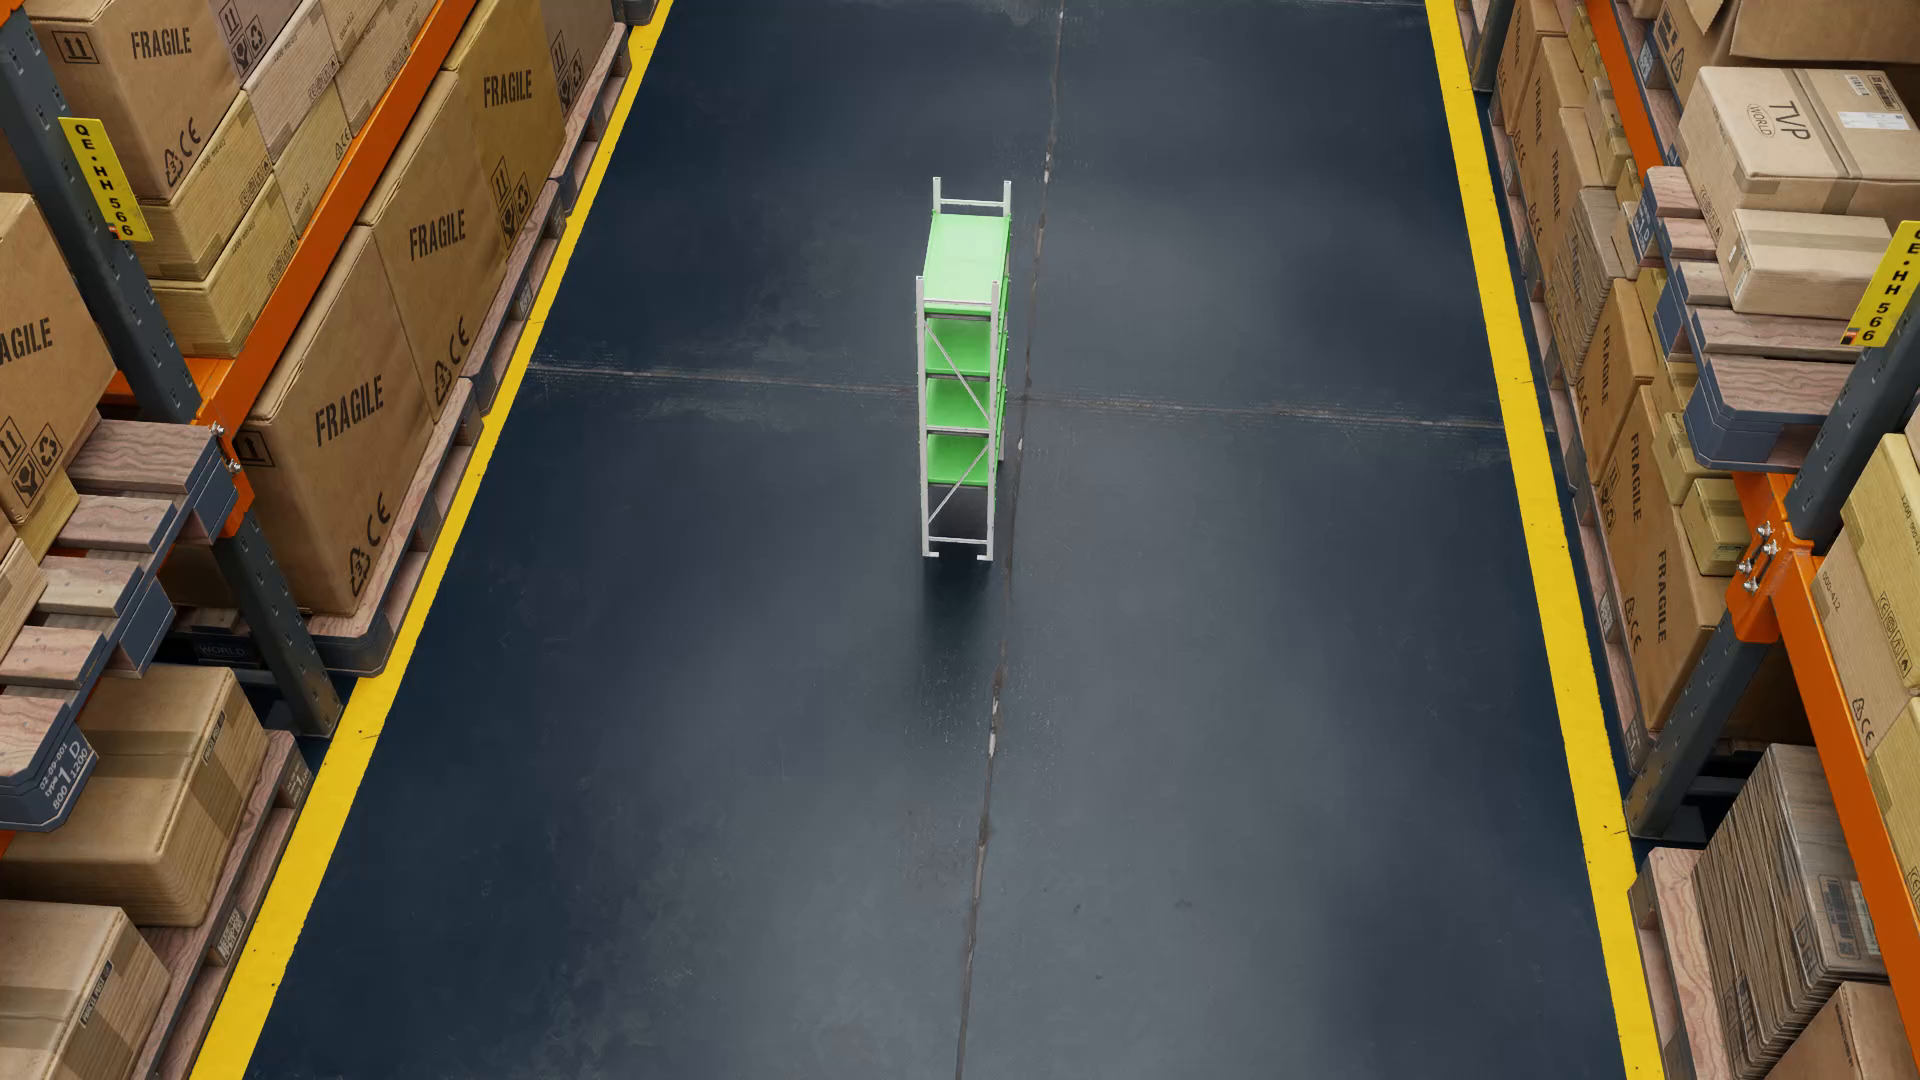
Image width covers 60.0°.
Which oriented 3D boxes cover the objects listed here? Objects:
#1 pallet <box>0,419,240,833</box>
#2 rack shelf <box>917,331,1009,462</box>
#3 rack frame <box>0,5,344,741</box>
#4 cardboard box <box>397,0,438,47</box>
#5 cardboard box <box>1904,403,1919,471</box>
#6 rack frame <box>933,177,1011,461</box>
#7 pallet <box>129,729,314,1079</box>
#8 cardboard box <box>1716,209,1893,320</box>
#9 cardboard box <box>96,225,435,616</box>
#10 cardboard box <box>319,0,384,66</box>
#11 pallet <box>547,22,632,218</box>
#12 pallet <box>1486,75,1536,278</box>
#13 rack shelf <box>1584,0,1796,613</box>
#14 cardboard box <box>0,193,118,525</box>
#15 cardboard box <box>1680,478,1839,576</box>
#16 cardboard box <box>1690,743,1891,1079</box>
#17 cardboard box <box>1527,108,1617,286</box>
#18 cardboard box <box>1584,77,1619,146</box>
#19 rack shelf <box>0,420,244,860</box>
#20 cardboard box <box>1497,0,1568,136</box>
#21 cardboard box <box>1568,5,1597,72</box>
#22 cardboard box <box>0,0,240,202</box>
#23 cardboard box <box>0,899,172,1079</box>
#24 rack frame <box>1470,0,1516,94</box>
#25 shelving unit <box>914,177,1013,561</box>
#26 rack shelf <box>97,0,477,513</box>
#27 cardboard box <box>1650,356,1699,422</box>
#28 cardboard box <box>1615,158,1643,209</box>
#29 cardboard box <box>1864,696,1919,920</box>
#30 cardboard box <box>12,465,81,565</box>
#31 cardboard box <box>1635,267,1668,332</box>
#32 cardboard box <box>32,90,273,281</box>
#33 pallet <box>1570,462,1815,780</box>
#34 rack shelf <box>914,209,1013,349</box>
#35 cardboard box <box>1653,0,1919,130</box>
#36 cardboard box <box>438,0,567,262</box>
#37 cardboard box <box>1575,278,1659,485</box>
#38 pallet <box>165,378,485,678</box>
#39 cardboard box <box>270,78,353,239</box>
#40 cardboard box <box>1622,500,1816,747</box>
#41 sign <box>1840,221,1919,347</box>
[{"bbox_3d":[-2.411,0.128,3.730,1.213,0.211,1.003,4,48,4],"label":"pallet"},{"bbox_3d":[0.015,-0.483,5.466,0.258,0.148,0.480,4,48,4],"label":"rack shelf"},{"bbox_3d":[-2.452,-0.467,4.145,1.000,3.000,0.127,4,48,4],"label":"rack frame"},{"bbox_3d":[-2.032,-1.886,5.544,0.500,0.250,0.500,4,48,4],"label":"cardboard box"},{"bbox_3d":[2.169,-0.175,3.370,0.380,0.149,0.250,5,48,5],"label":"cardboard box"},{"bbox_3d":[0.037,-0.706,5.583,0.240,1.200,0.015,4,48,4],"label":"rack frame"},{"bbox_3d":[-2.524,1.048,4.649,1.003,0.211,1.213,4,48,4],"label":"pallet"},{"bbox_3d":[2.169,-0.702,4.245,0.380,0.149,0.250,5,48,4],"label":"cardboard box"},{"bbox_3d":[-2.306,-0.394,5.233,0.875,0.875,0.875,3,48,3],"label":"cardboard box"},{"bbox_3d":[-2.054,-1.686,5.023,0.500,0.250,0.500,4,48,3],"label":"cardboard box"},{"bbox_3d":[-2.082,-1.894,7.339,1.003,0.211,1.213,4,48,4],"label":"pallet"},{"bbox_3d":[2.820,-1.534,7.010,1.003,0.211,1.213,4,48,4],"label":"pallet"},{"bbox_3d":[2.674,-1.363,5.452,1.077,0.370,4.000,4,48,4],"label":"rack shelf"},{"bbox_3d":[-2.216,-0.391,3.521,0.500,0.500,0.500,3,48,2],"label":"cardboard box"},{"bbox_3d":[2.284,-0.033,4.718,0.380,0.149,0.250,2,48,2],"label":"cardboard box"},{"bbox_3d":[2.421,0.981,4.145,0.875,0.625,0.625,5,48,5],"label":"cardboard box"},{"bbox_3d":[2.499,-1.275,6.293,0.500,0.500,0.500,3,48,2],"label":"cardboard box"},{"bbox_3d":[2.527,-1.566,6.119,0.380,0.149,0.250,4,48,3],"label":"cardboard box"},{"bbox_3d":[-2.634,1.245,3.066,1.077,0.370,4.000,4,48,4],"label":"rack shelf"},{"bbox_3d":[2.588,-2.034,6.987,0.500,0.500,0.500,6,48,5],"label":"cardboard box"},{"bbox_3d":[2.598,-1.949,6.470,0.380,0.149,0.250,2,48,2],"label":"cardboard box"},{"bbox_3d":[-2.163,-1.185,4.055,0.500,0.500,0.500,2,48,2],"label":"cardboard box"},{"bbox_3d":[-2.572,1.235,4.084,0.950,0.372,0.625,3,48,3],"label":"cardboard box"},{"bbox_3d":[2.856,-3.076,6.530,1.000,3.000,0.127,4,48,4],"label":"rack frame"},{"bbox_3d":[0.015,-0.527,5.419,0.258,1.200,0.503,4,48,4],"label":"shelving unit"},{"bbox_3d":[-2.269,-1.694,5.754,1.077,0.370,4.000,4,48,4],"label":"rack shelf"},{"bbox_3d":[2.346,-0.427,5.077,0.380,0.149,0.250,2,48,2],"label":"cardboard box"},{"bbox_3d":[2.506,-1.183,5.769,0.380,0.149,0.250,4,48,4],"label":"cardboard box"},{"bbox_3d":[2.157,0.593,3.276,0.500,0.250,0.500,3,48,3],"label":"cardboard box"},{"bbox_3d":[-2.200,-0.066,3.663,0.380,0.149,0.250,5,48,4],"label":"cardboard box"},{"bbox_3d":[2.438,-0.801,5.419,0.380,0.149,0.250,3,48,3],"label":"cardboard box"},{"bbox_3d":[-2.160,-0.941,4.341,0.500,0.250,0.500,4,48,3],"label":"cardboard box"},{"bbox_3d":[2.597,0.259,5.370,1.003,0.211,1.213,4,48,4],"label":"pallet"},{"bbox_3d":[0.015,-0.807,5.111,0.258,0.148,0.480,4,48,4],"label":"rack shelf"},{"bbox_3d":[2.456,-1.525,4.757,0.797,0.503,0.637,3,48,3],"label":"cardboard box"},{"bbox_3d":[-2.139,-1.706,6.433,0.875,0.875,0.875,5,48,5],"label":"cardboard box"},{"bbox_3d":[2.417,-0.511,5.594,0.500,0.500,0.500,6,48,5],"label":"cardboard box"},{"bbox_3d":[-2.305,-0.101,5.699,1.003,0.211,1.213,4,48,4],"label":"pallet"},{"bbox_3d":[-2.127,-1.138,4.860,0.500,0.250,0.500,3,48,2],"label":"cardboard box"},{"bbox_3d":[2.316,0.240,4.907,0.500,0.500,0.500,5,48,5],"label":"cardboard box"},{"bbox_3d":[1.950,-0.530,3.471,0.100,0.325,0.005,4,48,4],"label":"sign"}]
